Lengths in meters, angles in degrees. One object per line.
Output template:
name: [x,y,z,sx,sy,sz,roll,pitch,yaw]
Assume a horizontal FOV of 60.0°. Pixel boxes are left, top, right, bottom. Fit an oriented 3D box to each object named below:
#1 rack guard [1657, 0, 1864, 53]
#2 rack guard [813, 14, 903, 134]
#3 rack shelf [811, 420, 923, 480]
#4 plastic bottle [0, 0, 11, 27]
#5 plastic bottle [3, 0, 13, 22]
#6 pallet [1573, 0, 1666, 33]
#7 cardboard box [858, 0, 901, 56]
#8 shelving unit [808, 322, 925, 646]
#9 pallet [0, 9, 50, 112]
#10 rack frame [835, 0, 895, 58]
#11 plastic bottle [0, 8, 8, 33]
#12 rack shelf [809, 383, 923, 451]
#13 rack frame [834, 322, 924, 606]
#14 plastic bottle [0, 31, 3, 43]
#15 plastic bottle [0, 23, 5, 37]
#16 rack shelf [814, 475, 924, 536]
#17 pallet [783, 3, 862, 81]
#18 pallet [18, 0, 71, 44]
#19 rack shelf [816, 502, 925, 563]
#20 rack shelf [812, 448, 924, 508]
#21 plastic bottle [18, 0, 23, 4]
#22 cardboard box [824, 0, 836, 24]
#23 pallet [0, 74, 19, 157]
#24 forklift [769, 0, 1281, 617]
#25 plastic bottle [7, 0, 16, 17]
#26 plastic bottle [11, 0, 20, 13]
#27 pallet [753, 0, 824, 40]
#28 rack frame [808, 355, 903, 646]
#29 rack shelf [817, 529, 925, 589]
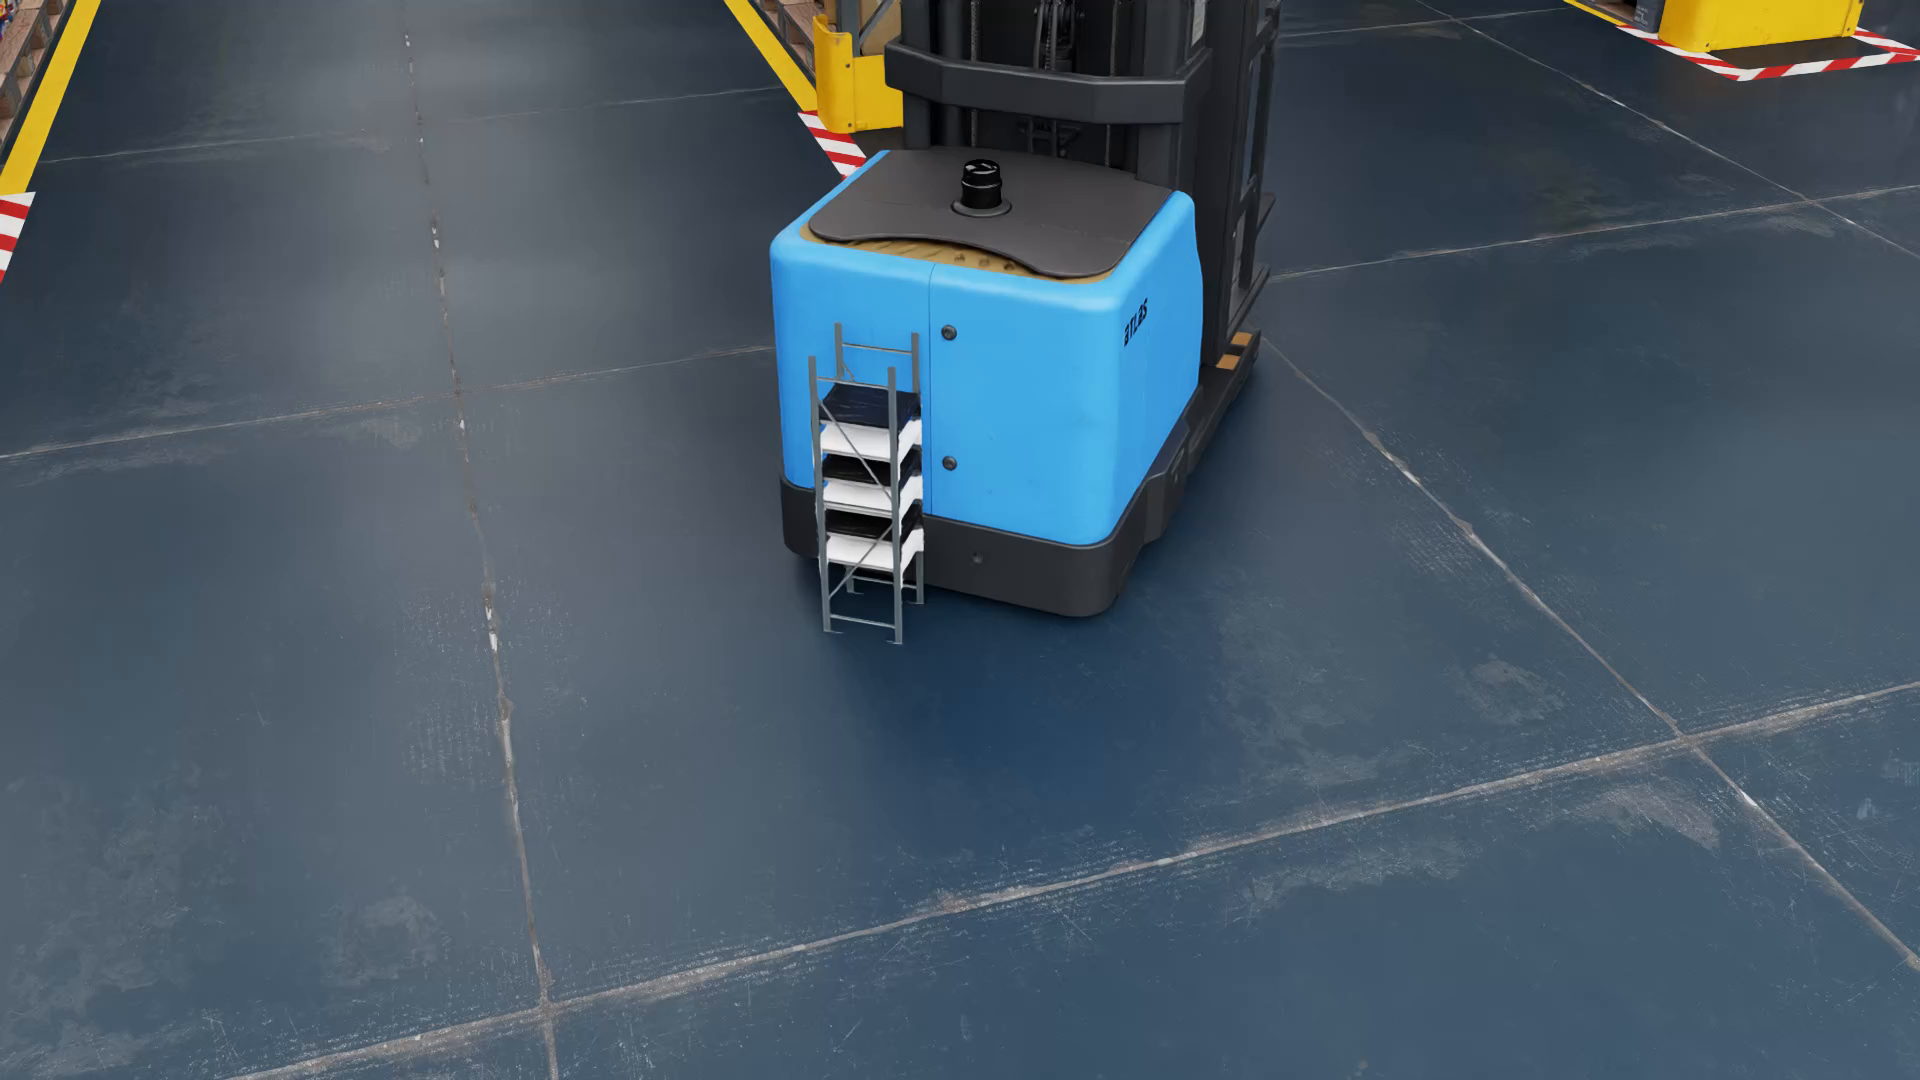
rack guard: [4.645,-3.151,9.566,1.175,0.500,0.348,-10,35,-15]
rack guard: [-0.139,-2.423,8.463,1.175,0.500,0.348,-10,35,-15]
rack shelf: [-0.253,-0.265,4.568,0.258,0.077,0.200,9,35,13]
plastic bottle: [-5.255,-2.898,9.054,0.097,0.201,0.097,0,33,0]
plastic bottle: [-5.286,-2.981,9.117,0.097,0.271,0.097,0,33,0]
pallet: [4.320,-3.450,10.280,1.003,0.211,1.213,-10,35,-15]
cardboard box: [-0.291,-2.889,8.787,0.500,0.500,0.500,-4,34,-6]
shelving unit: [-0.253,-0.143,4.650,0.258,0.900,0.210,9,35,13]
pallet: [-5.512,-2.528,8.885,1.003,0.211,1.213,-10,35,-15]
rack frame: [-0.116,-3.426,7.714,1.000,3.000,0.127,-10,35,-15]
plastic bottle: [-5.225,-2.875,8.956,0.097,0.271,0.097,0,33,0]
rack shelf: [-0.253,-0.340,4.518,0.258,0.077,0.200,9,35,13]
rack frame: [-0.225,-0.198,4.731,0.240,0.900,0.006,9,35,13]
plastic bottle: [-5.141,-2.769,8.785,0.061,0.283,0.133,-9,35,-14]
plastic bottle: [-5.194,-2.822,8.876,0.097,0.271,0.097,0,33,0]
rack shelf: [-0.253,-0.116,4.668,0.258,0.077,0.200,9,35,13]
pallet: [-0.354,-2.735,9.197,1.003,0.211,1.213,-10,35,-15]
pallet: [-5.888,-3.170,9.856,1.003,0.211,1.213,-10,35,-15]
rack shelf: [-0.253,-0.041,4.718,0.258,0.077,0.200,9,35,13]
rack shelf: [-0.253,-0.191,4.618,0.258,0.077,0.200,9,35,13]
plastic bottle: [-5.425,-3.211,9.393,0.144,0.351,0.185,-10,35,-15]
cardboard box: [-0.506,-3.197,9.254,0.500,0.500,0.500,-1,33,-2]
pallet: [-5.144,-1.889,7.917,1.003,0.211,1.213,-10,35,-15]
forklift: [0.470,-1.805,5.323,1.130,2.935,3.031,12,35,18]
plastic bottle: [-5.317,-3.006,9.217,0.097,0.201,0.097,0,33,0]
plastic bottle: [-5.380,-3.094,9.283,0.152,0.276,0.135,-9,35,-14]
pallet: [-0.722,-3.374,10.165,1.003,0.211,1.213,-10,35,-15]
rack frame: [-0.281,-0.089,4.569,0.240,0.900,0.006,9,35,13]
rack shelf: [-0.253,0.034,4.768,0.258,0.077,0.200,9,35,13]
